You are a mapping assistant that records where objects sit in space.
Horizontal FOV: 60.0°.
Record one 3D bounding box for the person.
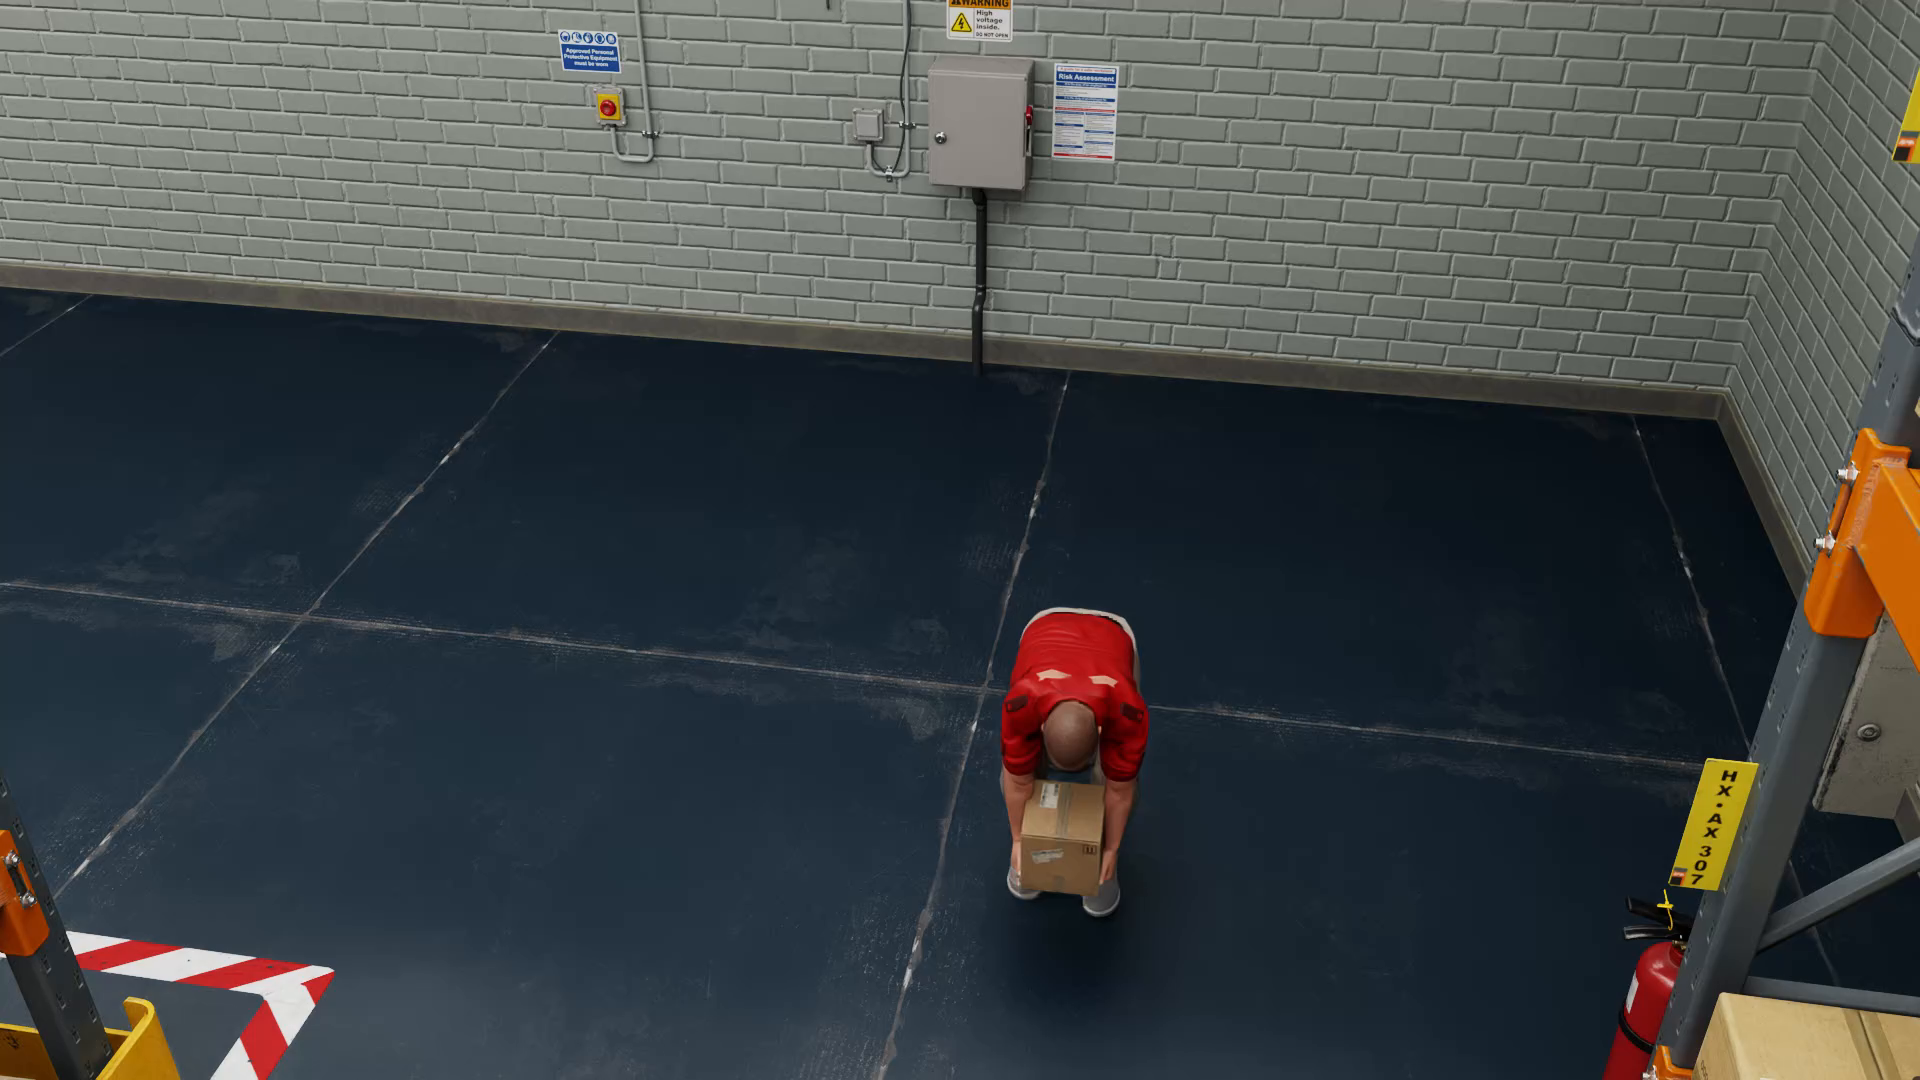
[{"bbox_3d":[0.352,0.795,5.394,0.485,1.198,0.940,4,32,7],"label":"person"}]
